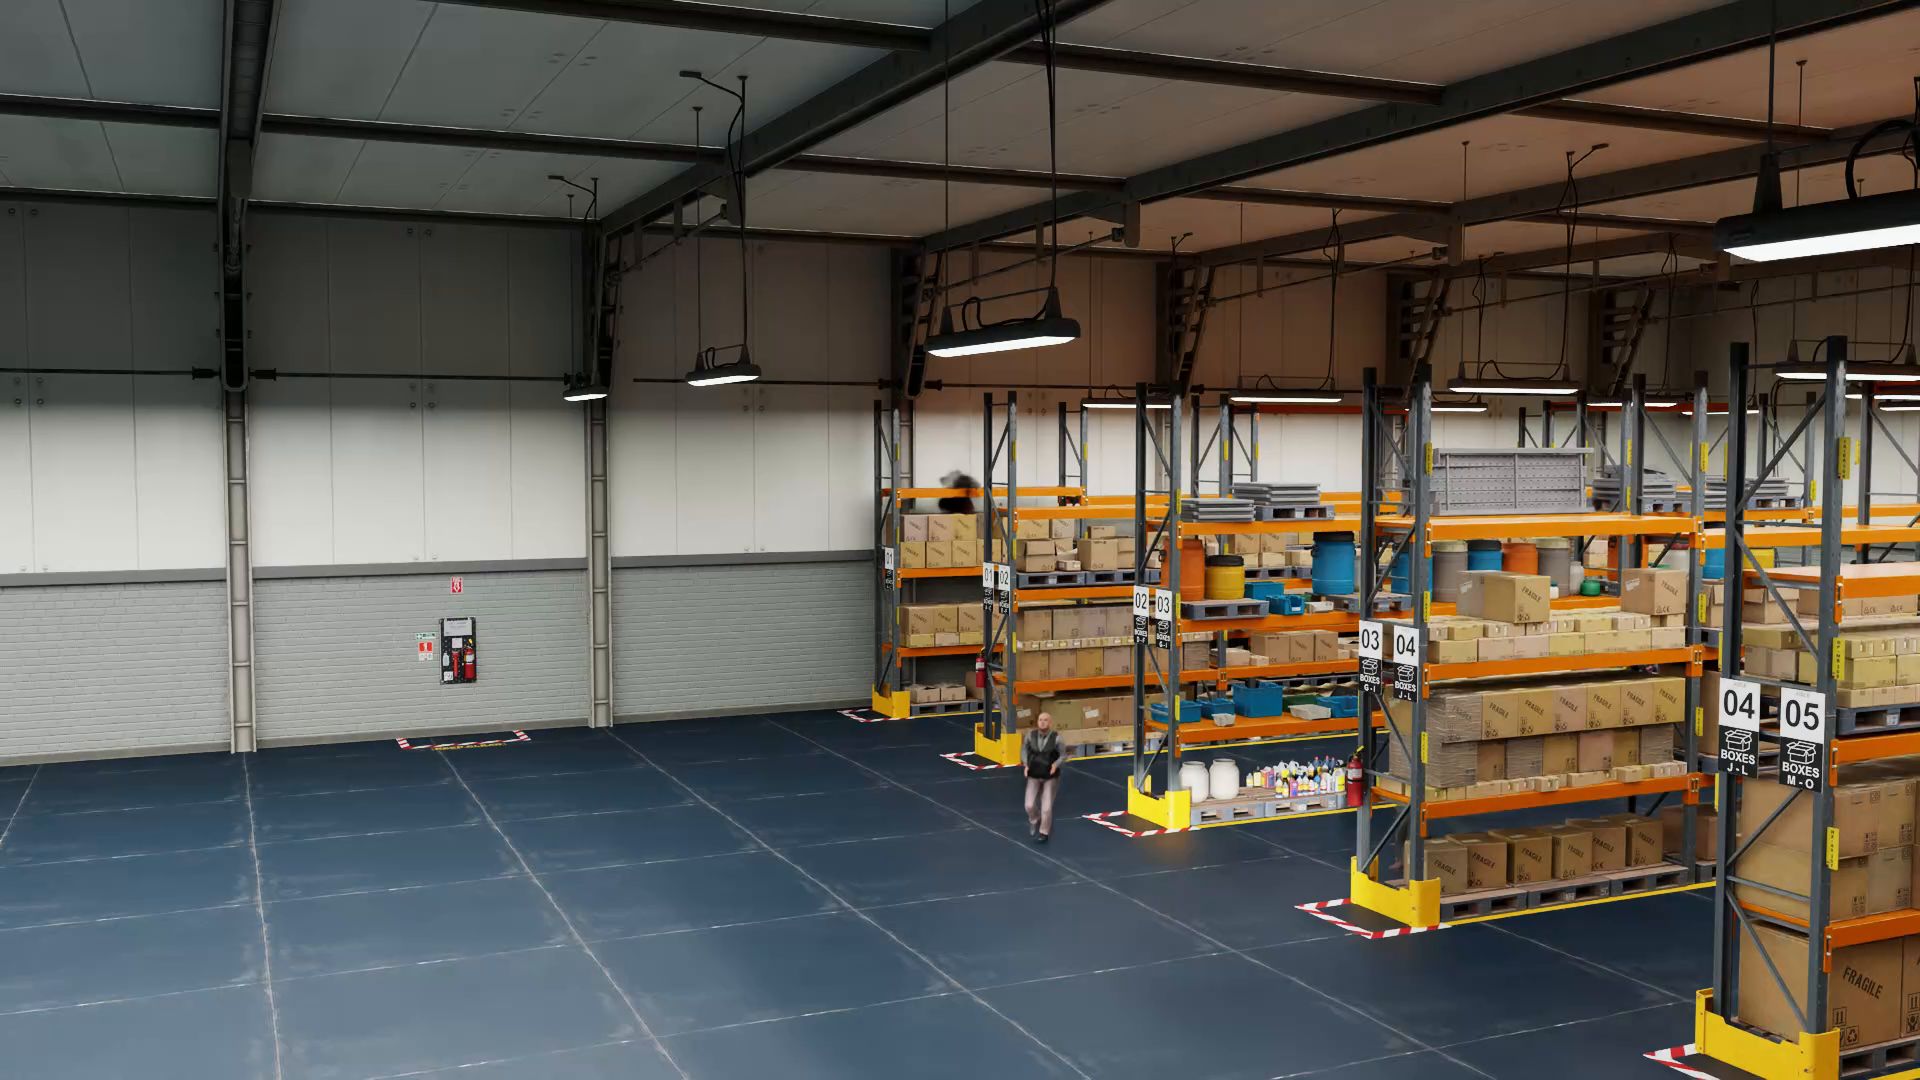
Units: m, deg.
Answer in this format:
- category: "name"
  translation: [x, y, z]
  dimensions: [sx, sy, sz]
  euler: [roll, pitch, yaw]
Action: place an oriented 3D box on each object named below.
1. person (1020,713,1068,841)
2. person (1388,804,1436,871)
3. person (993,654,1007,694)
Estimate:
- category: "person"
  translation: [1.057, 3.068, 21.427]
  dimensions: [0.639, 1.677, 0.569]
  euler: [1, 3, 11]
- category: "person"
  translation: [5.514, 3.184, 20.272]
  dimensions: [0.739, 1.641, 0.575]
  euler: [-2, 4, -30]
- category: "person"
  translation: [0.923, 2.321, 29.353]
  dimensions: [0.636, 1.809, 0.694]
  euler: [-2, 4, -28]
